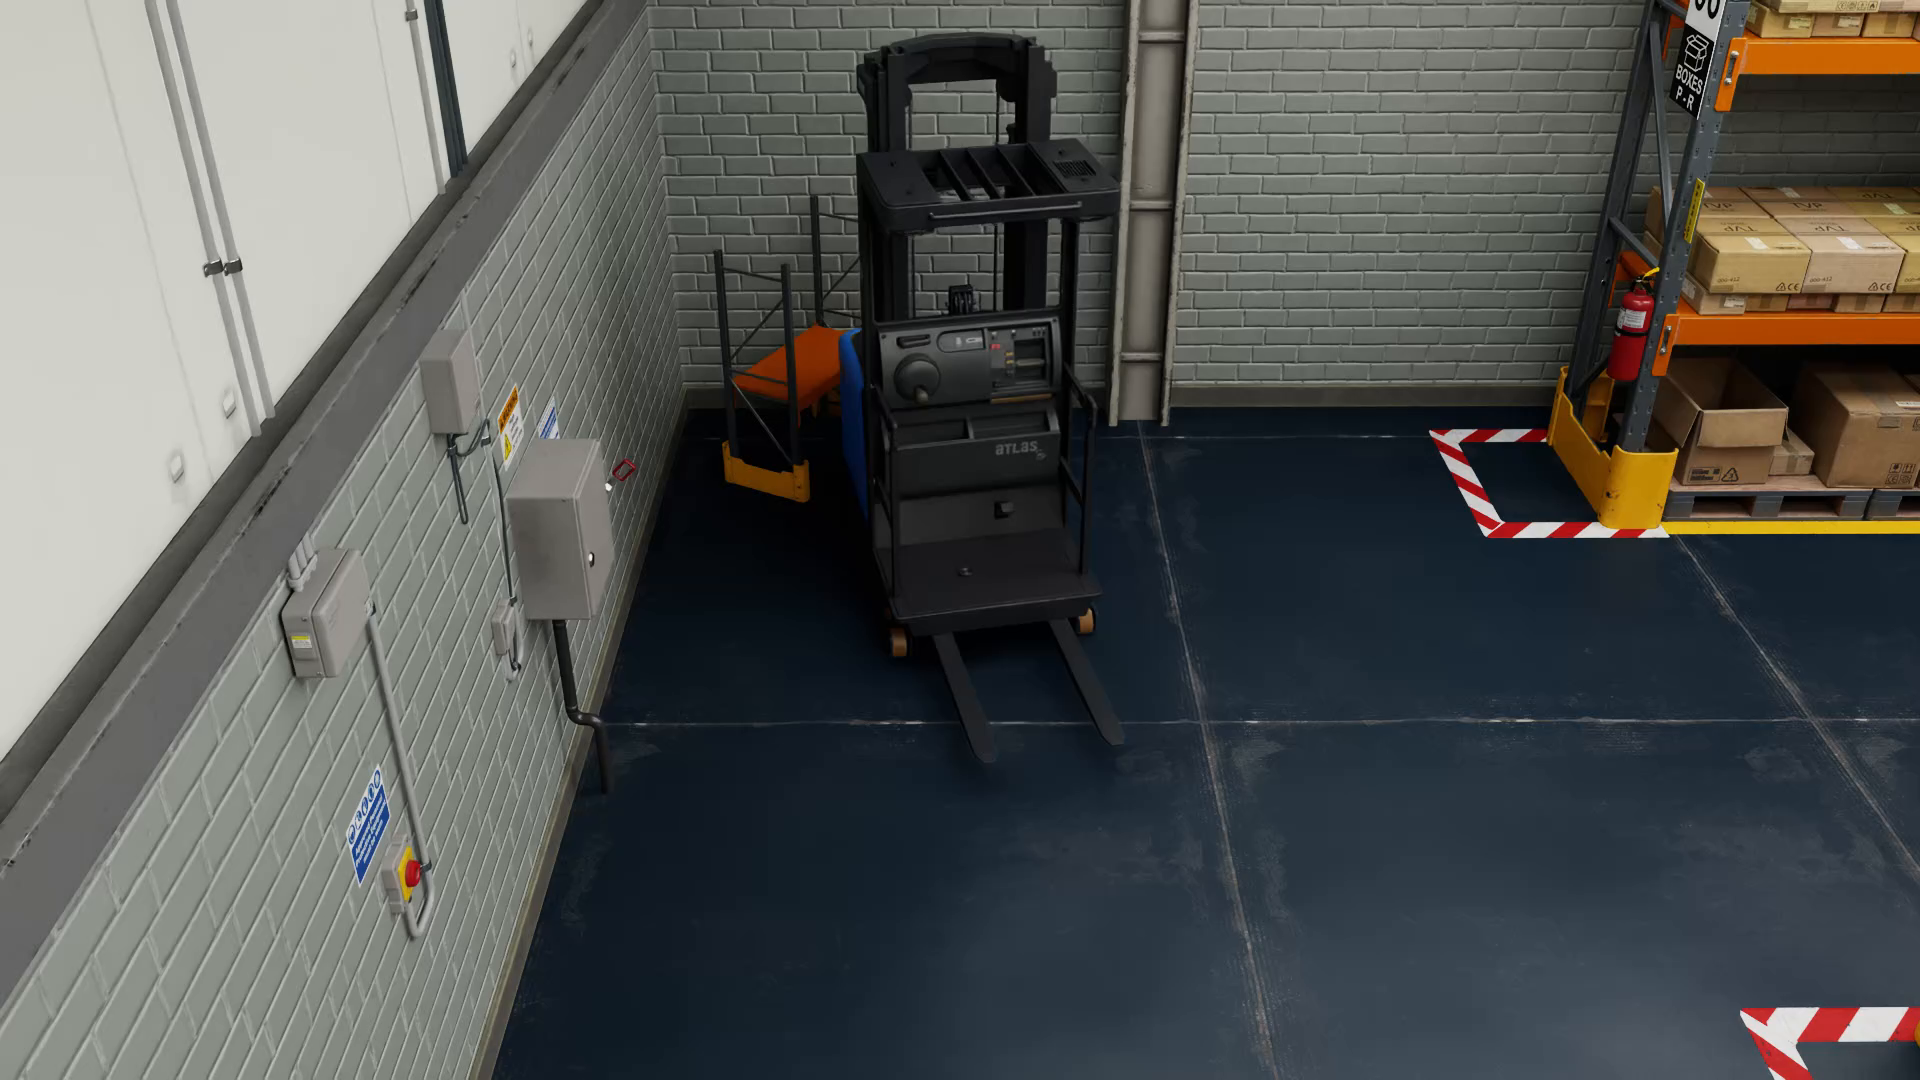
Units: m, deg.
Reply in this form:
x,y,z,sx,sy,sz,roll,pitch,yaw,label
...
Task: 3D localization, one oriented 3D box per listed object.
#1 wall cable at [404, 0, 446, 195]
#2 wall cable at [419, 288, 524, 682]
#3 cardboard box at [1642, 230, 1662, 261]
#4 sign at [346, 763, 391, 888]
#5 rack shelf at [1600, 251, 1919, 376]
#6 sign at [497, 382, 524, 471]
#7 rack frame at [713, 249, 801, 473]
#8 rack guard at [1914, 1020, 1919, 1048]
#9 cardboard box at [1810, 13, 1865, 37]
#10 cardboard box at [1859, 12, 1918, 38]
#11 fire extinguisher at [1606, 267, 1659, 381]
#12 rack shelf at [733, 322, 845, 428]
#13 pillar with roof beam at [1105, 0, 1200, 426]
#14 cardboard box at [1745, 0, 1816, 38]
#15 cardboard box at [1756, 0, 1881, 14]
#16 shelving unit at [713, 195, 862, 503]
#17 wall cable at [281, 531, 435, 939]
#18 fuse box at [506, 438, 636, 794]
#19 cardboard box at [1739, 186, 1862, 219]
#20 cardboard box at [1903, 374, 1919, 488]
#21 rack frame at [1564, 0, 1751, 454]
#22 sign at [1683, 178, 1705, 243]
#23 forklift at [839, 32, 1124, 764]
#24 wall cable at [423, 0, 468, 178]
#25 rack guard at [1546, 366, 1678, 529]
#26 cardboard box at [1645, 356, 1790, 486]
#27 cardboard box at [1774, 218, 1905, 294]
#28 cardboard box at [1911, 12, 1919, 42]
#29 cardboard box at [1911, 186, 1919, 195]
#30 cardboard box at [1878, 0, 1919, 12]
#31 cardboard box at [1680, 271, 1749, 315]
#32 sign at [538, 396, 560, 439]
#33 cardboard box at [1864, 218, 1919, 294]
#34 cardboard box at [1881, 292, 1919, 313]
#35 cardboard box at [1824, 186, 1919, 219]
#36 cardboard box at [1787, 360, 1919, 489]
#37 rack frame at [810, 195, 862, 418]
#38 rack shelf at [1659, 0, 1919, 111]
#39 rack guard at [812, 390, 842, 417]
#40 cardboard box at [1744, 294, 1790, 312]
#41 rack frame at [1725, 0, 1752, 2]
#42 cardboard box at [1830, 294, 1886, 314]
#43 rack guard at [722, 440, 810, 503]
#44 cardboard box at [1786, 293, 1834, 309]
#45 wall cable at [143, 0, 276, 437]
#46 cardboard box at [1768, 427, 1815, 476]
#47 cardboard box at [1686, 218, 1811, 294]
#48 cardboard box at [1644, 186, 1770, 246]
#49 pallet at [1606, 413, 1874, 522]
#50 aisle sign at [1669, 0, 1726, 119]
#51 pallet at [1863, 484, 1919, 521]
x,y,z,sx,sy,sz,roll,pitch,yaw,label
-1.787,-1.865,4.038,0.029,3.000,2.355,0,31,0,wall cable
-1.757,-0.214,6.121,0.122,1.984,0.588,0,31,0,wall cable
4.198,-1.681,9.761,0.250,0.149,0.380,-1,31,-1,cardboard box
-1.798,0.866,5.060,0.001,0.218,0.327,0,31,0,sign
5.868,-1.347,9.661,4.000,0.370,1.077,0,31,0,rack shelf
-1.811,-0.458,6.706,0.001,0.242,0.339,0,31,0,sign
-1.177,-0.953,9.763,0.500,1.500,0.032,16,35,24,rack frame
3.877,1.995,5.869,0.348,0.500,1.175,0,31,0,rack guard
4.450,-2.718,8.578,0.250,0.149,0.380,0,31,1,cardboard box
4.707,-2.710,8.565,0.250,0.149,0.380,0,31,0,cardboard box
3.723,-1.216,9.185,0.183,0.674,0.296,0,31,0,fire extinguisher
-0.937,-1.031,10.240,0.538,0.185,1.000,16,35,24,rack shelf
1.192,-2.439,4.985,0.400,9.000,9.100,0,31,0,pillar with roof beam
4.188,-2.704,8.554,0.250,0.149,0.380,0,31,1,cardboard box
4.313,-2.854,8.417,0.500,0.250,0.500,-1,31,-1,cardboard box
-0.941,-1.181,10.140,0.587,1.500,1.083,16,35,24,shelving unit
-1.737,0.508,4.900,0.123,1.953,0.585,0,31,0,wall cable
-1.604,0.417,7.303,0.414,1.711,0.539,0,31,0,fuse box
4.842,-1.852,9.657,0.500,0.250,0.500,0,31,0,cardboard box
5.864,-0.644,9.814,0.500,0.500,0.500,0,31,1,cardboard box
3.868,-1.649,9.464,0.127,3.000,1.000,0,31,0,rack frame
3.871,-1.737,8.776,0.005,0.325,0.100,0,31,0,sign
0.104,-0.855,8.222,1.130,2.935,3.031,-6,32,-11,forklift
-1.766,-3.326,6.410,0.133,3.039,2.988,0,31,0,wall cable
3.944,-0.580,10.113,0.348,0.500,1.175,0,31,0,rack guard
4.480,-0.714,9.925,0.637,0.503,0.797,-1,31,-2,cardboard box
4.827,-1.575,9.201,0.500,0.250,0.500,0,31,0,cardboard box
4.956,-2.658,8.478,0.250,0.149,0.380,0,31,1,cardboard box
5.860,-1.852,9.658,0.500,0.250,0.500,0,31,0,cardboard box
4.821,-2.866,8.437,0.500,0.250,0.500,0,31,1,cardboard box
4.198,-1.400,9.297,0.250,0.149,0.380,0,31,-1,cardboard box
-1.814,-0.349,7.414,0.001,0.494,0.329,0,31,0,sign
5.334,-1.578,9.206,0.500,0.250,0.500,-1,31,-1,cardboard box
5.233,-1.416,9.324,0.250,0.149,0.380,0,31,0,cardboard box
5.337,-1.851,9.656,0.500,0.250,0.500,1,31,1,cardboard box
5.335,-0.695,9.897,0.500,0.500,0.700,1,31,2,cardboard box
-0.697,-1.418,10.530,0.500,1.500,0.032,16,35,24,rack frame
5.868,-2.630,8.883,4.000,0.370,1.077,0,31,0,rack shelf
-0.706,-0.874,10.839,0.587,0.250,0.087,16,35,24,rack guard
4.452,-1.425,9.338,0.250,0.149,0.380,1,31,1,cardboard box
3.868,-4.213,7.908,0.127,3.000,1.000,0,31,0,rack frame
4.968,-1.413,9.318,0.250,0.149,0.380,1,31,1,cardboard box
-1.176,-0.419,10.088,0.587,0.250,0.087,16,35,24,rack guard
4.715,-1.444,9.369,0.250,0.149,0.380,-1,31,-1,cardboard box
-1.785,-1.475,3.395,0.029,3.000,0.463,0,31,0,wall cable
4.905,-0.543,9.986,0.250,0.149,0.380,-1,31,-2,cardboard box
4.323,-1.573,9.198,0.500,0.250,0.500,0,31,0,cardboard box
4.326,-1.851,9.656,0.500,0.250,0.500,1,31,1,cardboard box
4.741,-0.459,10.193,1.213,0.211,1.003,0,31,0,pallet
3.801,-2.607,8.539,0.004,0.787,0.394,0,31,0,aisle sign
5.958,-0.462,10.197,1.213,0.211,1.003,0,31,0,pallet
